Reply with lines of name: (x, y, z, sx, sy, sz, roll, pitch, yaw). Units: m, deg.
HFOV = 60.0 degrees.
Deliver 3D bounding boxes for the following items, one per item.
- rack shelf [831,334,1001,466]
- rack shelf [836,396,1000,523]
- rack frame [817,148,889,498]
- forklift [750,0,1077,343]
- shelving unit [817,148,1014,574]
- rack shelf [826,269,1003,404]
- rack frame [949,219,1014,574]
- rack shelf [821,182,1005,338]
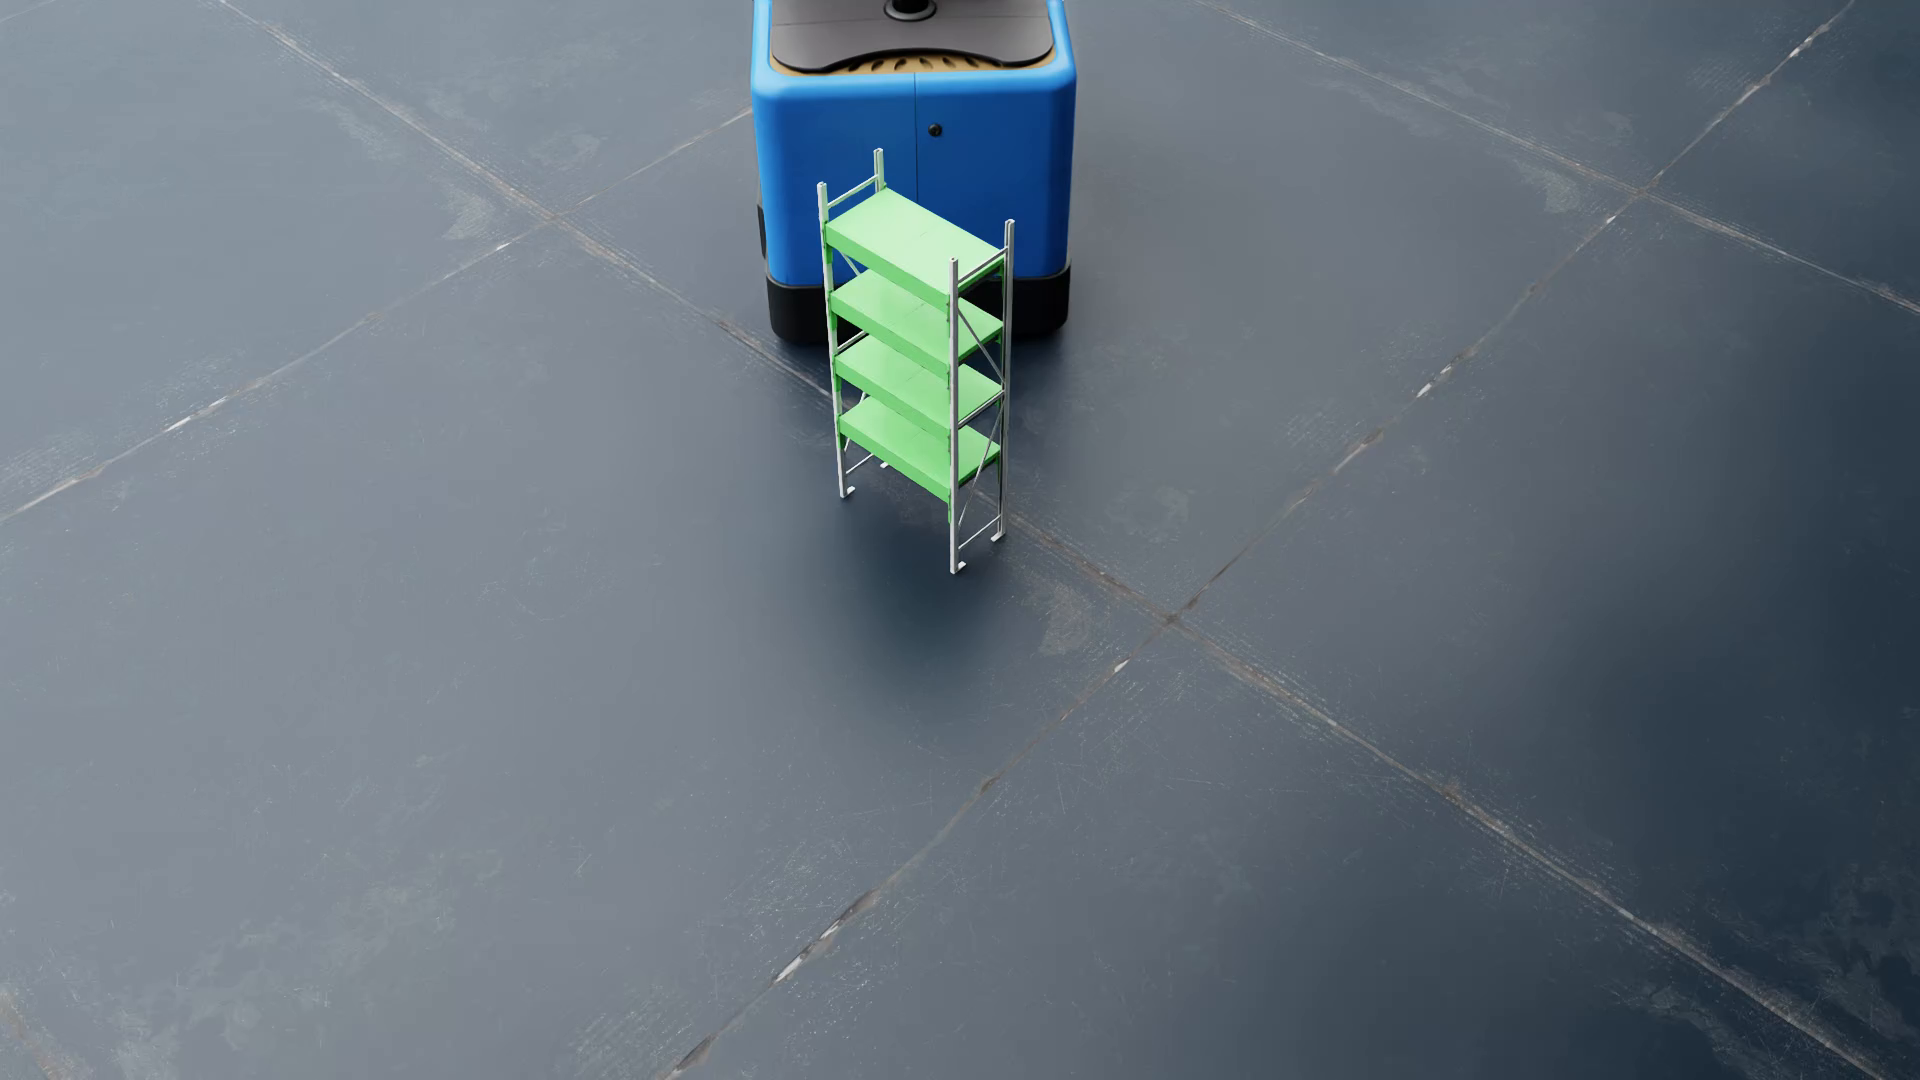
rack shelf: (-0.122, -0.449, 4.936, 0.480, 0.148, 0.258, 34, 55, 28)
rack shelf: (-0.122, -0.285, 5.111, 0.480, 0.148, 0.258, 34, 55, 28)
rack frame: (-0.301, -0.613, 5.003, 0.015, 1.200, 0.240, 34, 55, 28)
forklift: (-0.226, -2.762, 5.832, 1.130, 2.935, 3.031, -3, 47, -2)
shelving unit: (-0.122, -0.493, 4.889, 0.503, 1.200, 0.258, 34, 55, 28)
rack shelf: (-0.122, -0.613, 4.761, 0.480, 0.148, 0.258, 34, 55, 28)
rack frame: (0.058, -0.372, 4.776, 0.015, 1.200, 0.240, 34, 55, 28)
rack shelf: (-0.122, -0.777, 4.586, 0.480, 0.148, 0.258, 34, 55, 28)
